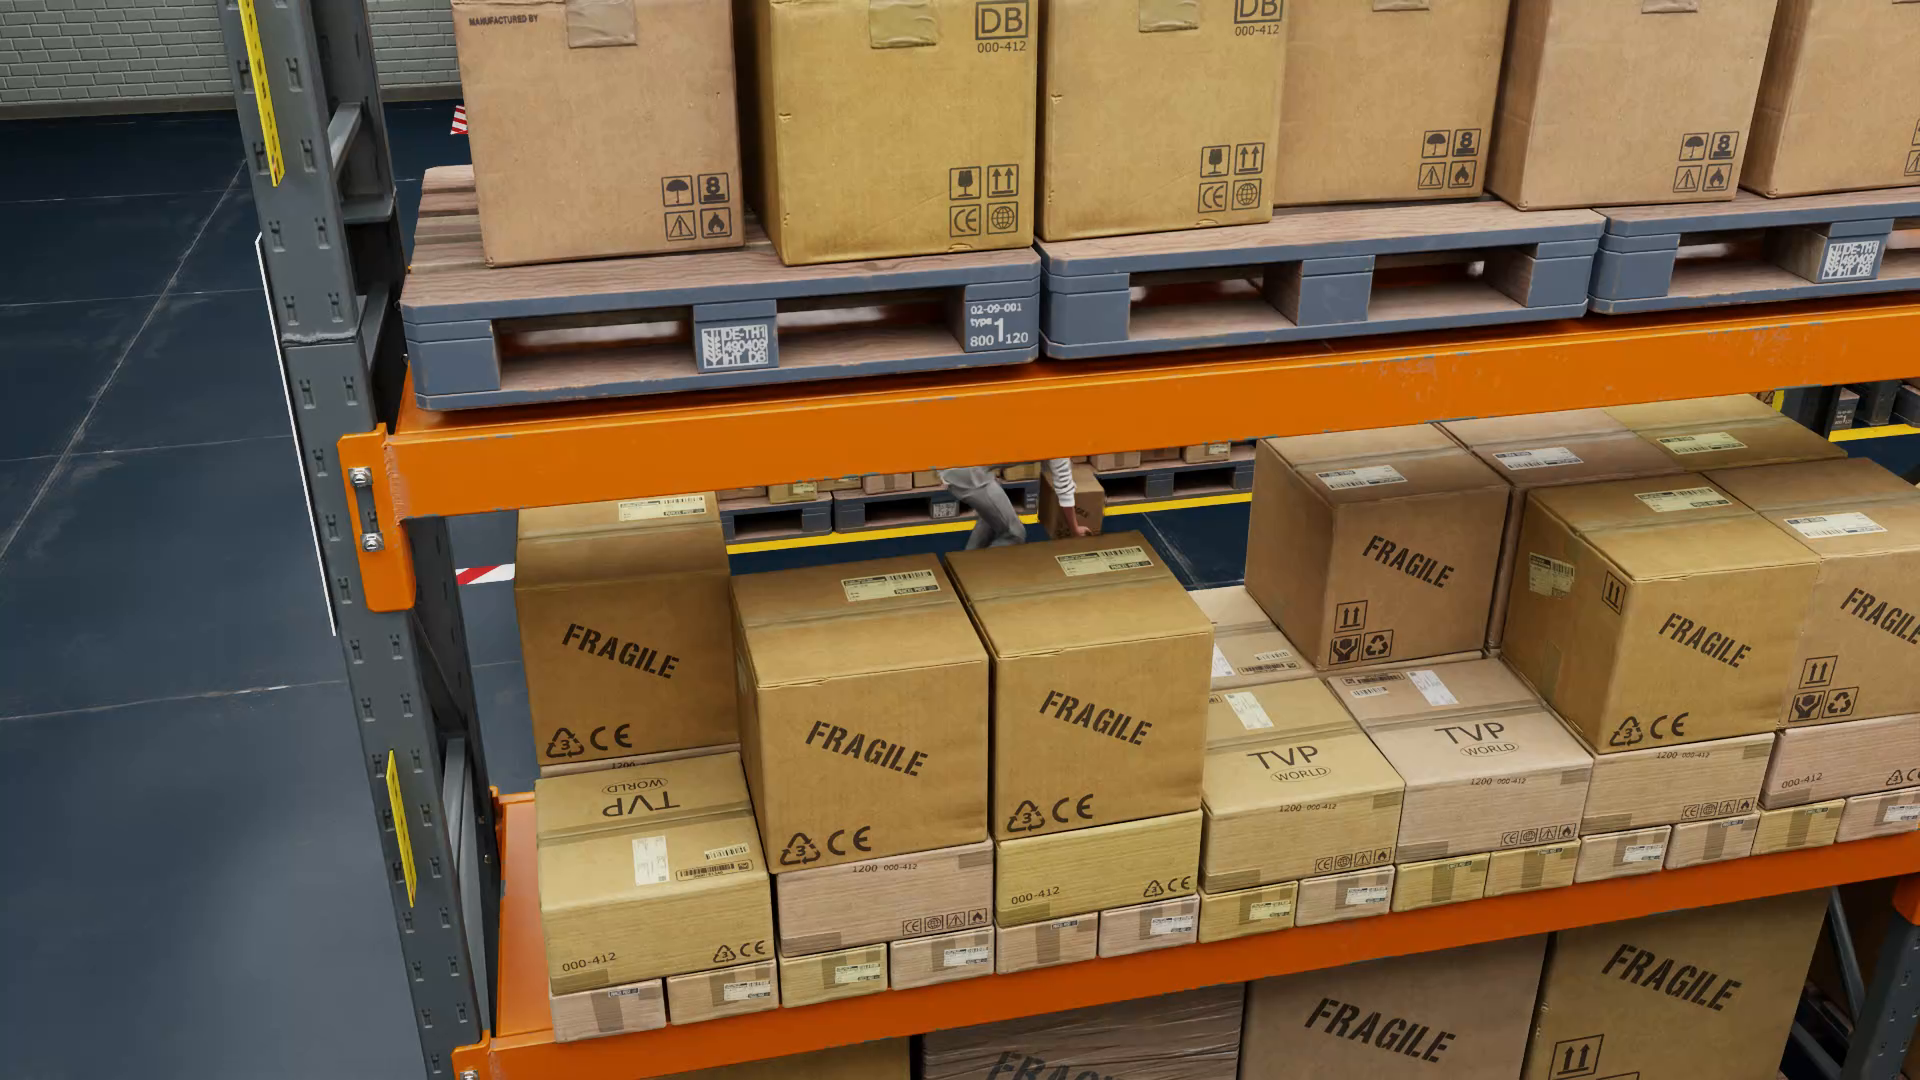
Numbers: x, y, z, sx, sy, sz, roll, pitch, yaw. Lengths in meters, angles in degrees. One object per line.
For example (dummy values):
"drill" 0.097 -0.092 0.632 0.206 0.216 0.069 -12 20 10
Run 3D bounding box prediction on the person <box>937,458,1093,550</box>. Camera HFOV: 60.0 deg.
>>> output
"person" 0.297 -0.180 8.026 0.842 1.101 0.402 -7 28 -14
